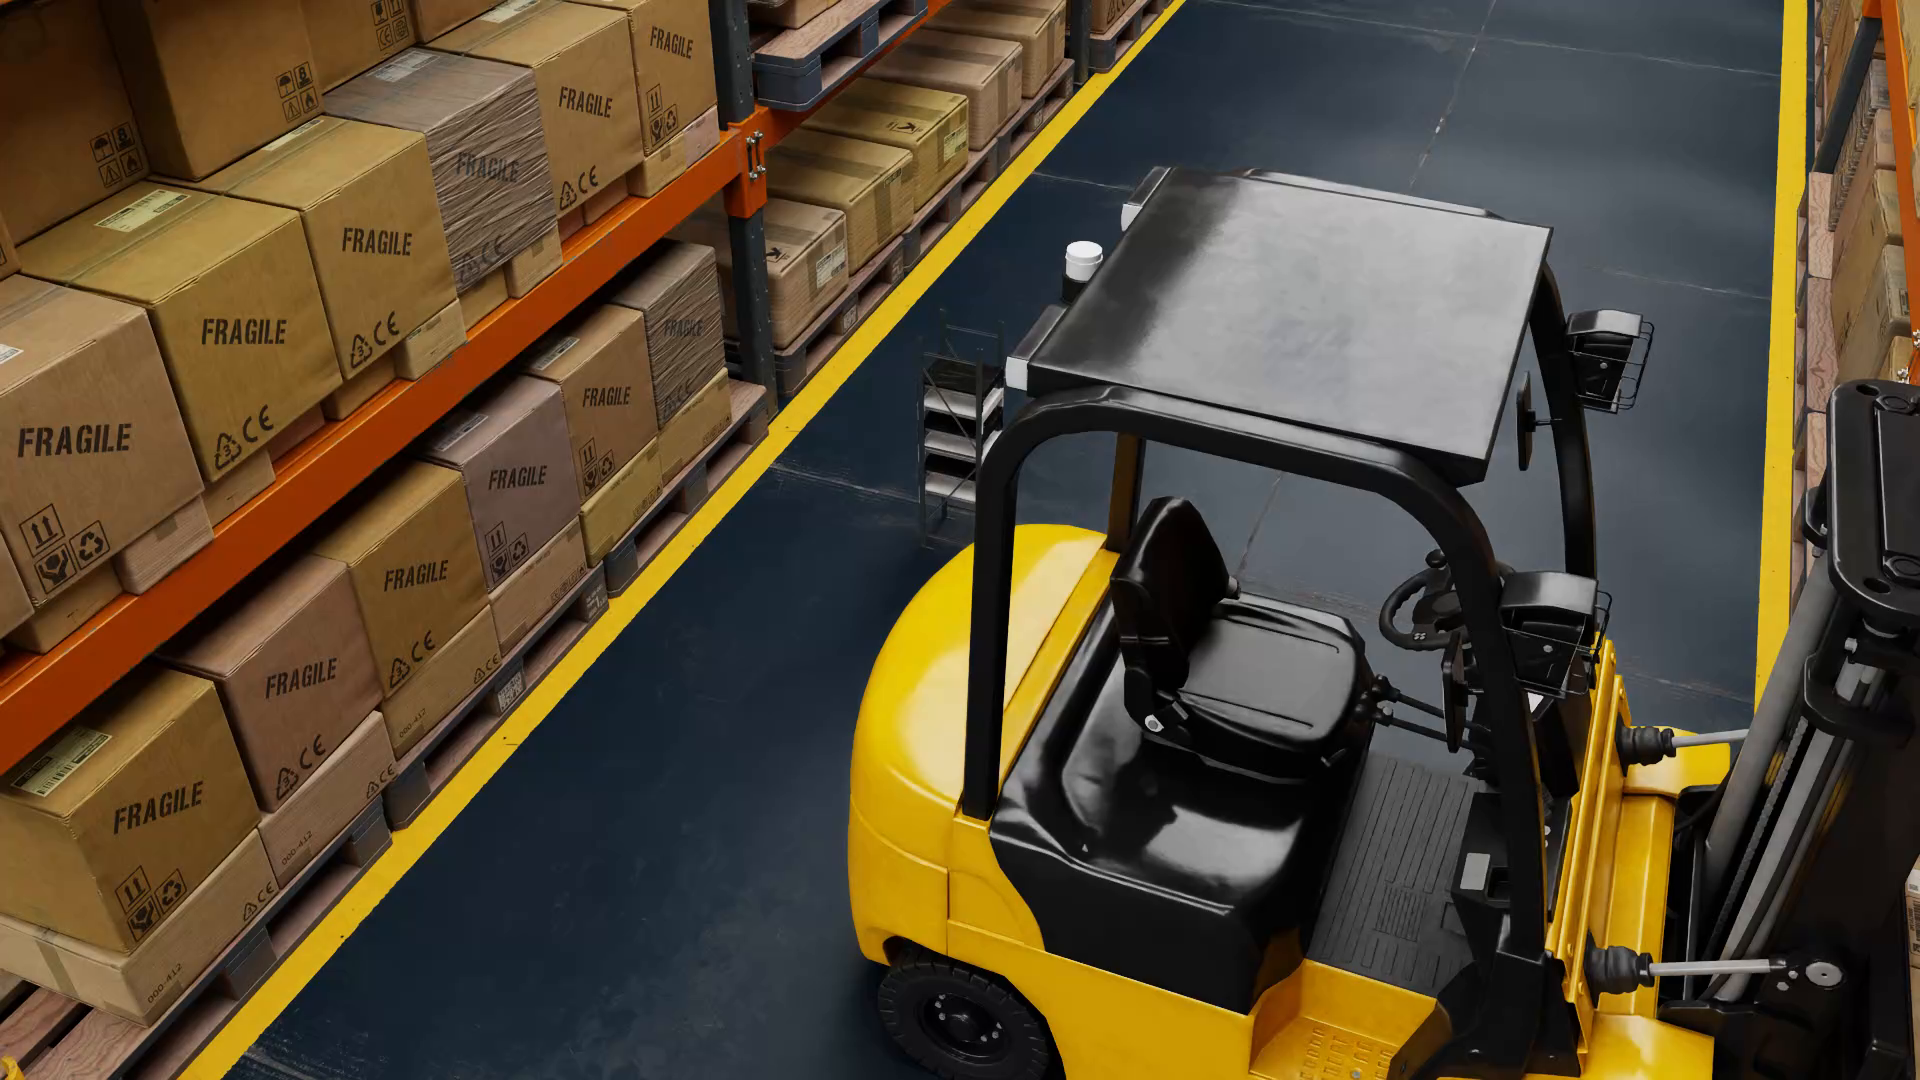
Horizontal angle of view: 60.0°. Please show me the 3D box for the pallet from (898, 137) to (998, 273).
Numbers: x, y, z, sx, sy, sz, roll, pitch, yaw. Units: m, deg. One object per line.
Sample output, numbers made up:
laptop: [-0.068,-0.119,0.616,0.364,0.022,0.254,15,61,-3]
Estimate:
pallet: [-0.485,-1.803,8.486,1.003,0.211,1.213,14,39,18]

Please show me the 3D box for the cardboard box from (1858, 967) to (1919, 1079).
cardboard box: [2.085,1.173,3.285,0.500,0.250,0.500,14,39,18]

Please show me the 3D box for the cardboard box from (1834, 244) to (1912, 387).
cardboard box: [3.839,-0.619,6.205,0.875,0.625,0.625,13,39,17]

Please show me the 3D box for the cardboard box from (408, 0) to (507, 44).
cardboard box: [-1.826,-1.898,5.117,0.700,0.500,0.500,14,39,18]

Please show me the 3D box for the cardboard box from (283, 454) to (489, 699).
cardboard box: [-1.800,0.073,4.966,0.500,0.500,0.500,15,39,19]

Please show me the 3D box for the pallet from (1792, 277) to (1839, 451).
pallet: [4.056,-0.660,6.957,1.003,0.211,1.213,14,39,18]

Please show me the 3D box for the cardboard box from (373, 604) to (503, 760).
cardboard box: [-1.805,0.367,5.199,0.500,0.250,0.500,16,40,21]

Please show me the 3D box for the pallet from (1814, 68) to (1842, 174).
pallet: [5.190,-2.185,8.997,1.003,0.211,1.213,14,39,18]

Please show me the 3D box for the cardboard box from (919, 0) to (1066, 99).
cardboard box: [0.055,-2.831,9.376,0.950,0.372,0.625,11,38,15]

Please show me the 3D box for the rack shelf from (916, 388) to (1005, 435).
rack shelf: [0.003,-0.482,5.899,0.258,0.077,0.200,14,39,18]

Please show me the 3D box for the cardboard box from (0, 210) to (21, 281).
cardboard box: [-2.573,-0.767,3.603,0.700,0.500,0.500,14,39,18]

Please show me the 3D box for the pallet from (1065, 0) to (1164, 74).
pallet: [0.649,-3.328,10.526,1.003,0.211,1.213,14,39,18]

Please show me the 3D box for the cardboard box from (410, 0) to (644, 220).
cardboard box: [-1.372,-1.381,5.260,0.500,0.500,0.500,15,39,19]

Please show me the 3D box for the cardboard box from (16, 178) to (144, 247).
cardboard box: [-2.425,-0.671,4.310,0.500,0.500,0.500,14,39,18]

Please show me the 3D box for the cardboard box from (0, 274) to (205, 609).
cardboard box: [-2.134,-0.242,3.736,0.500,0.500,0.500,15,39,19]

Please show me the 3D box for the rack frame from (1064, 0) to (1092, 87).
rack frame: [0.279,-4.025,9.130,1.000,3.000,0.127,14,39,18]

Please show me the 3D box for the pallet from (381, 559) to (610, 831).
pallet: [-1.929,0.364,5.587,1.003,0.211,1.213,14,39,18]

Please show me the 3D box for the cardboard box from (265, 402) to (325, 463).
cardboard box: [-1.934,-0.349,4.421,0.380,0.149,0.250,15,39,19]

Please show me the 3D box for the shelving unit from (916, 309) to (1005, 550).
shelving unit: [0.003,-0.365,5.987,0.258,0.900,0.210,14,39,18]

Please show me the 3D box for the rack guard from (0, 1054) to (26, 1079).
rack guard: [-2.736,1.363,4.009,1.175,0.500,0.348,14,39,18]

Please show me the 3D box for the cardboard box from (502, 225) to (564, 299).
cardboard box: [-1.467,-0.900,5.158,0.380,0.149,0.250,13,39,17]

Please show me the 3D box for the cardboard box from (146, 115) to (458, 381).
cardboard box: [-1.755,-0.808,4.493,0.500,0.500,0.500,13,39,17]

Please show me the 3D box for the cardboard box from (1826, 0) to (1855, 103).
cardboard box: [5.033,-2.622,8.989,0.500,0.500,0.500,13,39,17]

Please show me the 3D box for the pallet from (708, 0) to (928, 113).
pallet: [-0.818,-2.124,6.746,1.003,0.211,1.213,14,39,18]

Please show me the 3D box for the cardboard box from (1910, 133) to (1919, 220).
cardboard box: [3.485,-1.240,5.529,0.500,0.250,0.500,14,39,17]

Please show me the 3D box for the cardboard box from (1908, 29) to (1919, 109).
cardboard box: [3.891,-1.796,6.272,0.500,0.250,0.500,15,39,19]

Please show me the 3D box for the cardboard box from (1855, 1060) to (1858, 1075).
cardboard box: [2.101,1.359,3.455,0.500,0.250,0.500,13,39,17]

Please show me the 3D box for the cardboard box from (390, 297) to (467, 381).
cardboard box: [-1.656,-0.614,4.776,0.380,0.149,0.250,14,39,18]

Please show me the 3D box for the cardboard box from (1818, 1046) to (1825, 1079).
cardboard box: [2.287,1.293,3.961,0.500,0.250,0.500,15,39,19]

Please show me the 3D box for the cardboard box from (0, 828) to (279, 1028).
cardboard box: [-2.202,0.953,4.415,0.500,0.250,0.500,14,39,17]

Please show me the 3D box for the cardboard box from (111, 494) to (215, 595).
cardboard box: [-2.046,-0.038,4.005,0.380,0.149,0.250,14,39,18]

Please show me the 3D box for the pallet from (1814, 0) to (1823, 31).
pallet: [6.118,-3.536,10.804,1.003,0.211,1.213,14,39,18]

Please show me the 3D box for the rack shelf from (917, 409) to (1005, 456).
rack shelf: [0.003,-0.410,5.953,0.258,0.077,0.200,14,39,18]

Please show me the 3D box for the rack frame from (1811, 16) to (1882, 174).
rack frame: [4.871,-2.897,7.620,1.000,3.000,0.127,14,39,18]

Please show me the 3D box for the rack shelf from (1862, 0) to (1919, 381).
rack shelf: [4.110,-1.501,6.354,1.077,0.370,4.000,14,39,18]

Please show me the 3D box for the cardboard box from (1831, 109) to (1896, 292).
cardboard box: [4.379,-1.408,7.261,0.875,0.625,0.625,15,39,19]

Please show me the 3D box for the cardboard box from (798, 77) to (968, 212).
cardboard box: [-0.512,-2.002,8.267,0.950,0.372,0.625,15,39,19]

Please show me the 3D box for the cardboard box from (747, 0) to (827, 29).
cardboard box: [-0.741,-2.112,6.430,0.380,0.149,0.250,14,39,18]

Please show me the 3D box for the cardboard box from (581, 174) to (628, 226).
cardboard box: [-1.343,-1.196,5.555,0.380,0.149,0.250,14,39,18]

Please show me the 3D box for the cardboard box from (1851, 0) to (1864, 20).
cardboard box: [4.900,-2.813,8.703,0.380,0.149,0.250,12,38,15]

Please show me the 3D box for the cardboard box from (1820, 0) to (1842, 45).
cardboard box: [5.410,-3.204,9.768,0.500,0.500,0.500,12,39,16]

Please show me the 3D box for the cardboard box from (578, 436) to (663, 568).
cardboard box: [-1.413,-0.192,5.947,0.500,0.250,0.500,13,39,17]

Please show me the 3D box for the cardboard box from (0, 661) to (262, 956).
cardboard box: [-2.194,0.640,4.208,0.500,0.500,0.500,13,39,16]

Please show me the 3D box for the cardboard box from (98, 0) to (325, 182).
cardboard box: [-2.156,-1.317,4.340,0.700,0.500,0.500,14,39,17]

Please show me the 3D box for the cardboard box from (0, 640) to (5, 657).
cardboard box: [-2.361,0.220,3.659,0.380,0.149,0.250,14,39,18]

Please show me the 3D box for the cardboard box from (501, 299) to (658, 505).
cardboard box: [-1.412,-0.507,5.743,0.500,0.500,0.500,15,39,19]

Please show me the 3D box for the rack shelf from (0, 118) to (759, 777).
rack shelf: [-2.004,-0.415,4.901,1.077,0.370,4.000,14,39,18]

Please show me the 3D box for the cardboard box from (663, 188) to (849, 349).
cardboard box: [-1.046,-1.217,7.217,0.950,0.372,0.625,14,39,18]

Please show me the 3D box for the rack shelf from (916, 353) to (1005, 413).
rack shelf: [0.003,-0.554,5.845,0.258,0.077,0.200,14,39,18]

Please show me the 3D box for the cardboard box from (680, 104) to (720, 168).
cardboard box: [-1.083,-1.463,5.911,0.380,0.149,0.250,13,39,17]

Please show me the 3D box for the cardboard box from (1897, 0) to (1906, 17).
cardboard box: [4.280,-2.369,7.040,0.500,0.250,0.500,13,39,17]

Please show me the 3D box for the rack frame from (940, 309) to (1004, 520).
rack frame: [0.042,-0.421,6.062,0.240,0.900,0.006,14,39,18]
